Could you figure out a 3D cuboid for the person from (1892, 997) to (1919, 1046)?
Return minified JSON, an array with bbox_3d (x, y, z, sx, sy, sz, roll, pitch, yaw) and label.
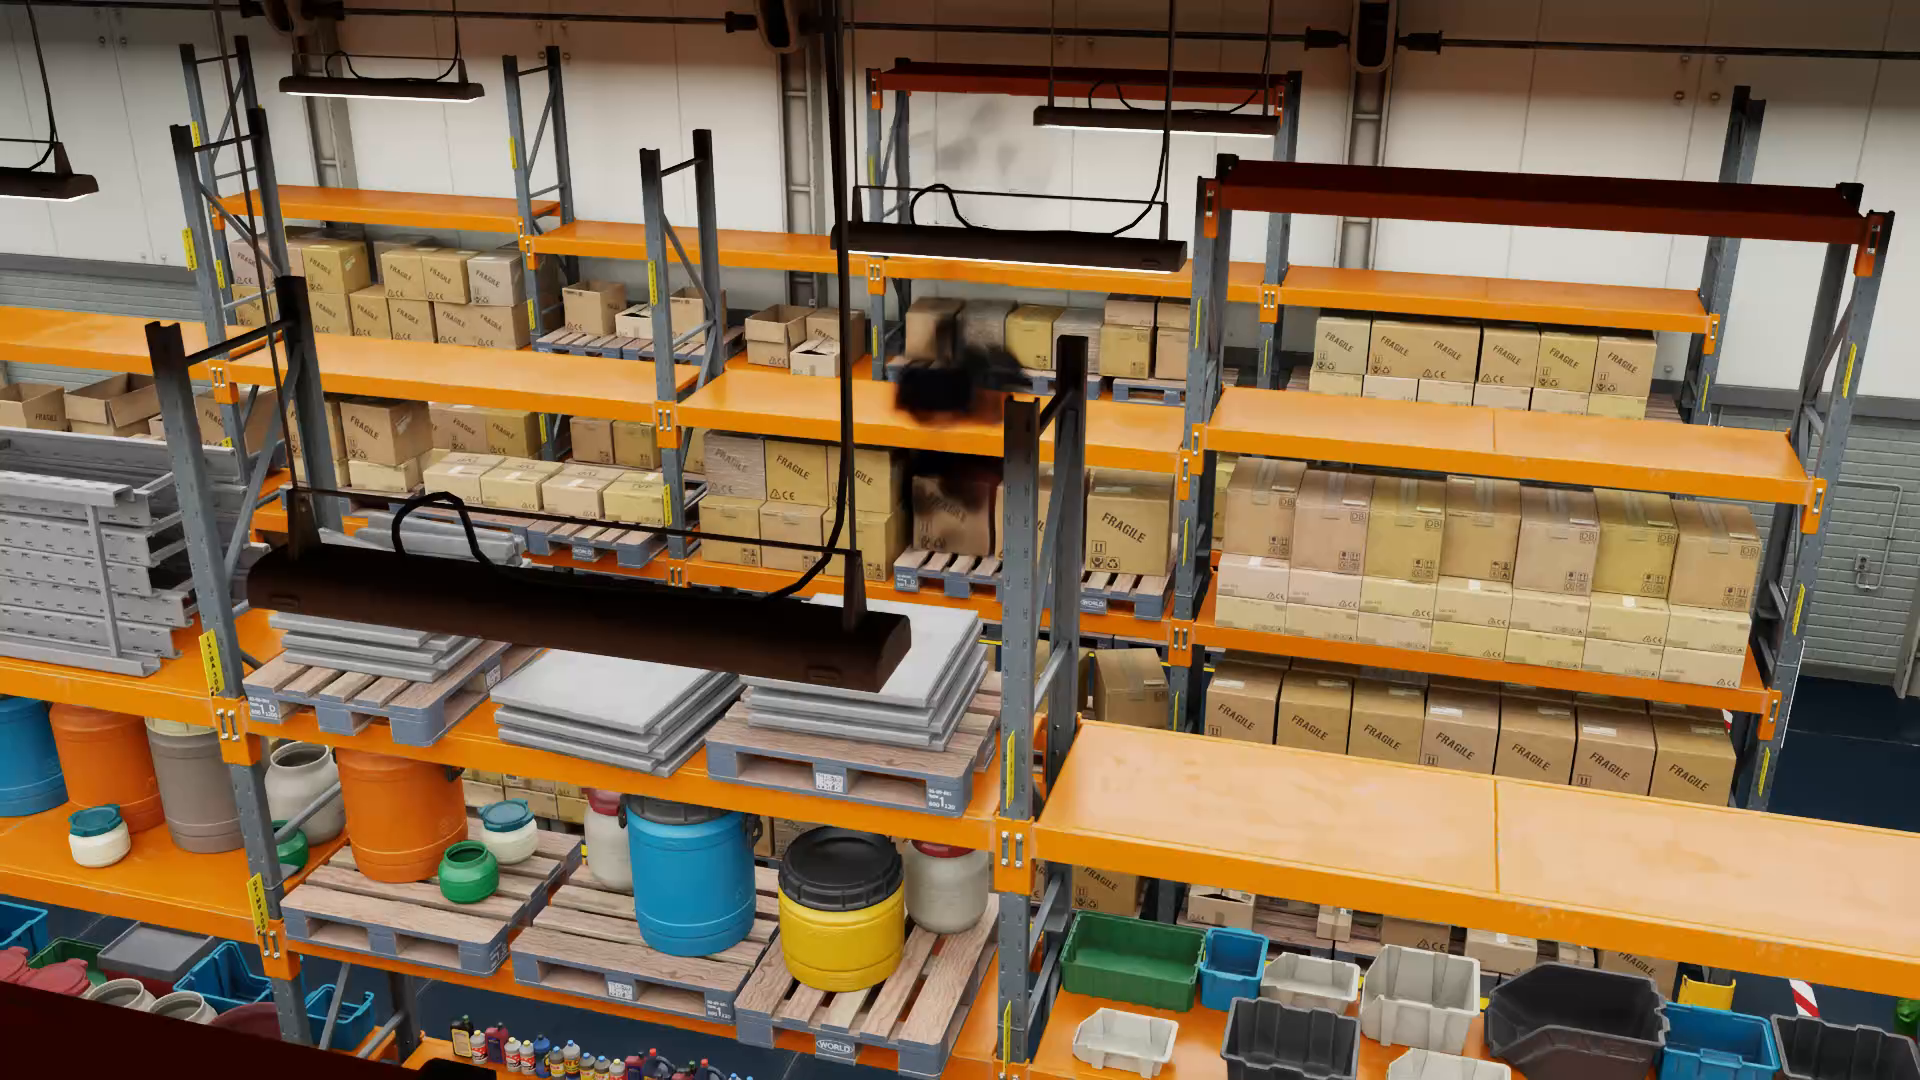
[{"bbox_3d":[6.749,2.931,11.367,0.667,1.796,0.913,20,30,40],"label":"person"}]
